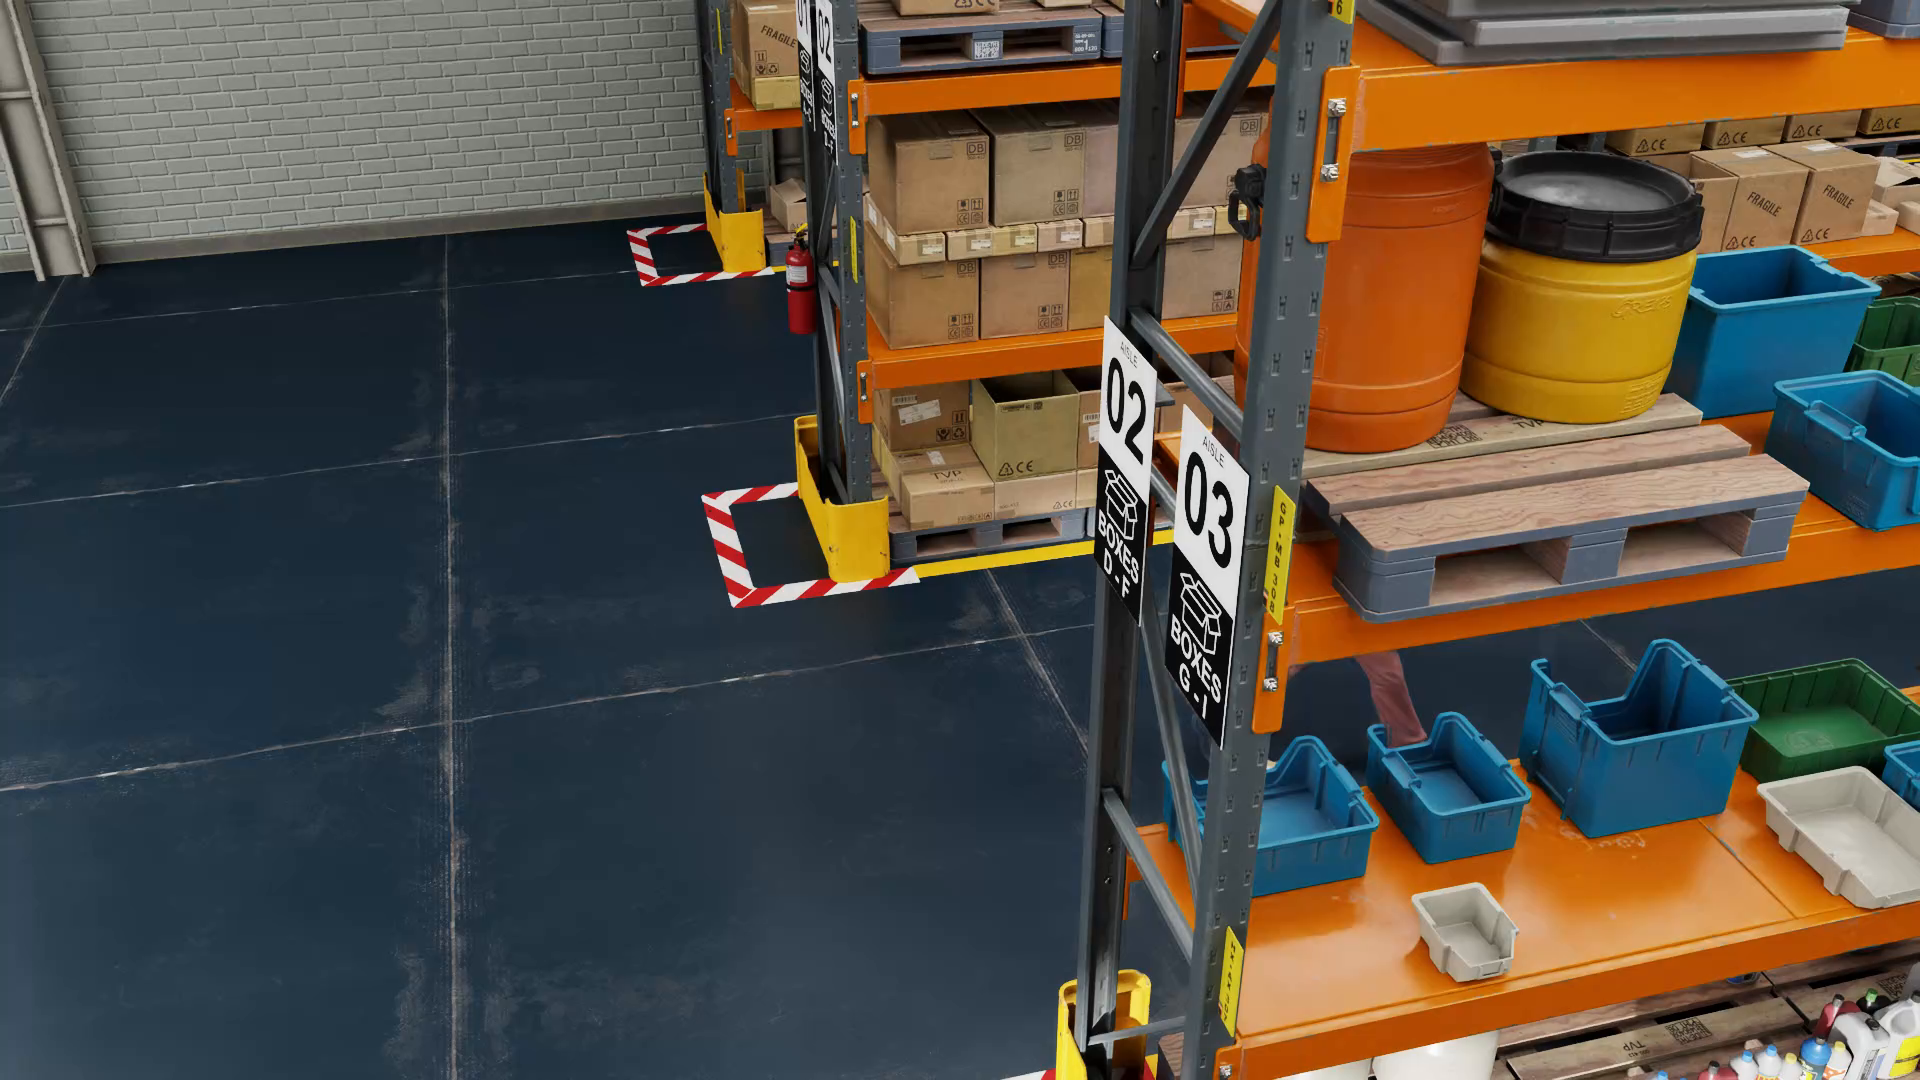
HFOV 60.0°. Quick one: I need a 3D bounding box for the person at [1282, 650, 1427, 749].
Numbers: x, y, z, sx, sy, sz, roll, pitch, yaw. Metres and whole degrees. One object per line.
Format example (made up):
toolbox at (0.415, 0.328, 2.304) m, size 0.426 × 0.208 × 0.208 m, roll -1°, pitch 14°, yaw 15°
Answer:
person at (1.834, 0.299, 7.791) m, size 1.097 × 1.582 × 0.451 m, roll 1°, pitch 30°, yaw 3°
